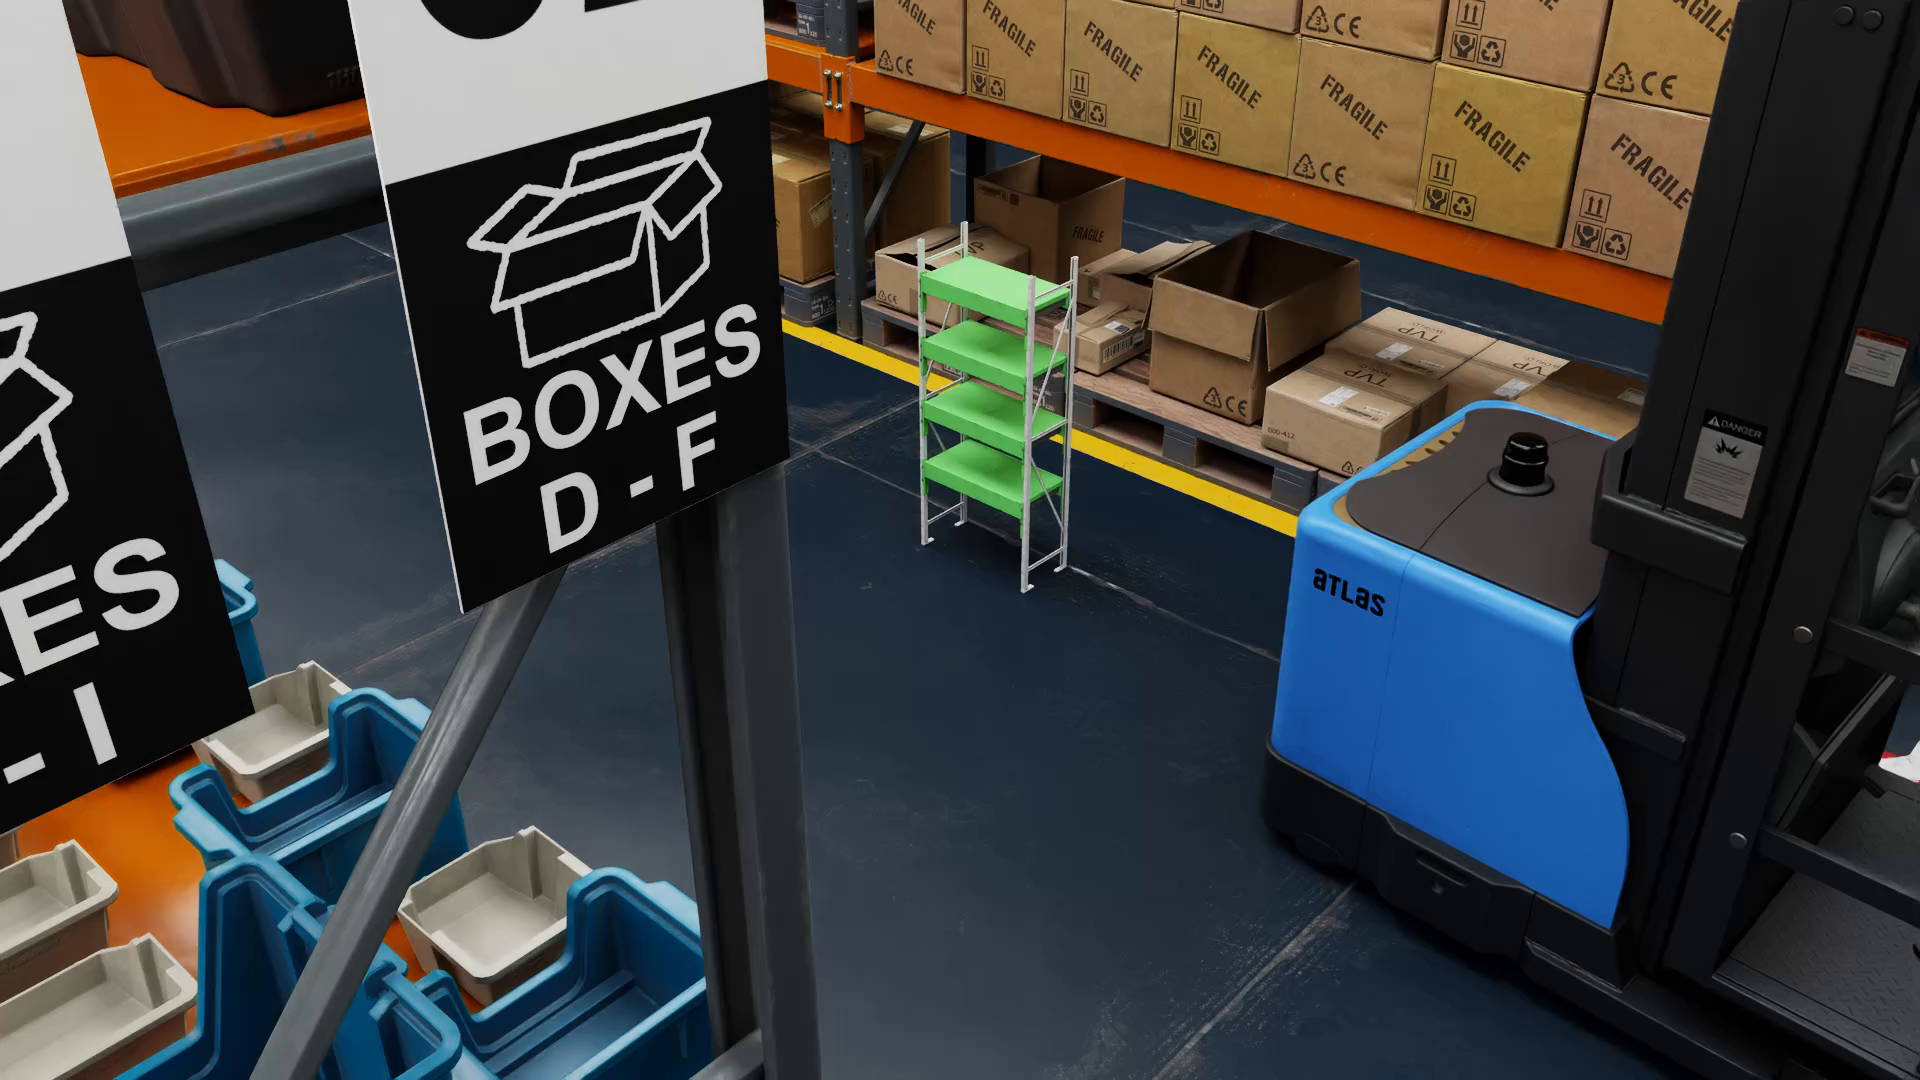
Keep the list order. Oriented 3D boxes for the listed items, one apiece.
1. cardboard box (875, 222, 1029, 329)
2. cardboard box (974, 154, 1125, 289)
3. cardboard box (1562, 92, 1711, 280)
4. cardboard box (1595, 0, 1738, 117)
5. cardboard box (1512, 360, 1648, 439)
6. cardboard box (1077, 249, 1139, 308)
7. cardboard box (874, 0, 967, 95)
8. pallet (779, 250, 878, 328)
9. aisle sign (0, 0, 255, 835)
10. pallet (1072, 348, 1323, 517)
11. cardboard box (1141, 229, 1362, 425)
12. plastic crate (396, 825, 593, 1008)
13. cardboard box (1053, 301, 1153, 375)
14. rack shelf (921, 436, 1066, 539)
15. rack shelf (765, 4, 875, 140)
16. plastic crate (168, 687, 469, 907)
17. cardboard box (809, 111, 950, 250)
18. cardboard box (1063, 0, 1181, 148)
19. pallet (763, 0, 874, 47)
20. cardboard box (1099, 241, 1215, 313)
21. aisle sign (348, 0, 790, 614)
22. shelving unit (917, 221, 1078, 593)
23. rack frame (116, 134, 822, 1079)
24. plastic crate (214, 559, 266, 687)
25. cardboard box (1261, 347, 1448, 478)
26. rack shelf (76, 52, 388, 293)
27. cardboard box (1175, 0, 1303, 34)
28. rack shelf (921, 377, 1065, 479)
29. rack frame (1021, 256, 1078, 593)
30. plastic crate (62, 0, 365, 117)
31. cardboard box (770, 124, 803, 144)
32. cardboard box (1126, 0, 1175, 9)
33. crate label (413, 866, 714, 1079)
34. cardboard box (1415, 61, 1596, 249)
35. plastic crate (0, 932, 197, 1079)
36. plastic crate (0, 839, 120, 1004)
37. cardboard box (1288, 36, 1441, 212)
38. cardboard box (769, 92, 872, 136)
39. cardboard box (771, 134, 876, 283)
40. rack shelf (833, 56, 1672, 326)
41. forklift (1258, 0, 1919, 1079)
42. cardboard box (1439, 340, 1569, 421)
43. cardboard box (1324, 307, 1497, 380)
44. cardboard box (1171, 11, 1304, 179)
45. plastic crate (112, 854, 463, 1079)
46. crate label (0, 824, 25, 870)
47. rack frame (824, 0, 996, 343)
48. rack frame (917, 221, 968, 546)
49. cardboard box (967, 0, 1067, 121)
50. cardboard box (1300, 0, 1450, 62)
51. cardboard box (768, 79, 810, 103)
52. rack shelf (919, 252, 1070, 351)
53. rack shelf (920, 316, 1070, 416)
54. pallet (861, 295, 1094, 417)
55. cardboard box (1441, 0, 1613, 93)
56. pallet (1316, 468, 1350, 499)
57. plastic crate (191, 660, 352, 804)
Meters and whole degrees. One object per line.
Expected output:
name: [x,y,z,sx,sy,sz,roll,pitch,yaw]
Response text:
cardboard box: [-0.035,-1.231,7.567,0.500,0.311,0.500,25,39,35]
cardboard box: [0.411,-1.451,7.749,0.500,0.500,0.500,25,39,35]
cardboard box: [2.249,-1.132,5.125,0.500,0.500,0.500,26,40,36]
cardboard box: [2.250,-1.558,4.863,0.500,0.500,0.500,25,39,35]
cardboard box: [2.196,-0.249,5.753,0.500,0.500,0.500,25,39,35]
cardboard box: [0.730,-1.194,7.662,0.250,0.149,0.380,25,39,35]
cardboard box: [-0.006,-2.185,6.873,0.500,0.500,0.500,26,40,36]
pallet: [-0.830,-1.495,8.528,1.213,0.211,1.003,25,39,35]
aisle sign: [-0.706,-0.122,1.024,0.004,0.787,0.394,25,39,35]
pallet: [1.216,-0.567,6.988,1.213,0.211,1.003,25,39,35]
cardboard box: [1.195,-0.893,6.819,0.637,0.503,0.797,25,39,35]
plastic crate: [-0.707,0.588,2.562,0.298,0.136,0.250,25,39,35]
cardboard box: [0.613,-0.873,7.113,0.250,0.166,0.380,25,39,35]
rack shelf: [0.123,-0.196,6.002,0.480,0.148,0.258,25,39,35]
rack shelf: [-1.684,-2.806,8.701,4.000,0.370,1.077,25,39,35]
plastic crate: [-1.013,0.462,2.679,0.300,0.233,0.416,25,39,35]
cardboard box: [-0.397,-1.800,8.329,0.500,0.500,0.500,23,38,33]
cardboard box: [0.745,-1.835,6.292,0.500,0.500,0.500,25,39,35]
pallet: [-0.721,-2.658,7.944,1.213,0.211,1.003,25,39,35]
cardboard box: [0.967,-1.111,7.367,0.500,0.311,0.500,25,39,35]
aisle sign: [-0.310,-0.347,1.398,0.004,0.787,0.394,25,39,35]
shelving unit: [0.123,-0.457,5.845,0.503,1.200,0.258,25,39,35]
rack frame: [-0.565,0.856,1.919,0.053,2.616,0.949,25,39,35]
plastic crate: [-1.501,0.234,3.057,0.300,0.233,0.416,25,39,35]
cardboard box: [1.512,-0.483,6.383,0.500,0.250,0.500,25,39,35]
rack shelf: [-2.045,-0.814,2.483,4.000,0.370,1.077,25,39,35]
cardboard box: [1.106,-2.088,5.744,0.500,0.500,0.500,26,40,36]
rack shelf: [0.123,-0.402,5.878,0.480,0.148,0.258,25,39,35]
rack frame: [0.304,-0.372,5.705,0.015,1.200,0.240,25,39,35]
plastic crate: [-0.661,-0.614,1.580,0.590,0.269,0.497,25,39,35]
cardboard box: [-1.121,-1.775,8.288,0.500,0.500,0.500,25,39,35]
cardboard box: [0.723,-2.266,6.040,0.500,0.500,0.500,24,38,34]
crate label: [-0.525,0.690,2.300,0.303,0.233,0.416,25,39,35]
cardboard box: [1.863,-1.310,5.421,0.500,0.500,0.500,25,39,35]
plastic crate: [-1.289,0.729,2.328,0.243,0.136,0.396,25,39,35]
plastic crate: [-1.494,0.623,2.504,0.243,0.136,0.396,25,39,35]
cardboard box: [1.496,-1.485,5.711,0.500,0.500,0.500,25,39,35]
cardboard box: [-0.800,-1.981,8.629,0.500,0.500,0.500,26,39,36]
cardboard box: [-0.760,-1.601,7.998,0.500,0.500,0.500,25,39,35]
rack shelf: [1.281,-1.422,6.401,4.000,0.370,1.077,25,39,35]
forklift: [2.269,-0.061,3.509,3.031,2.935,1.130,27,40,37]
cardboard box: [2.181,-0.518,6.442,0.500,0.250,0.500,25,39,35]
cardboard box: [1.810,-0.691,6.729,0.500,0.250,0.500,25,39,35]
cardboard box: [1.123,-1.659,6.001,0.500,0.500,0.500,24,39,34]
plastic crate: [-0.936,0.770,1.971,0.499,0.435,0.616,25,39,35]
crate label: [-1.717,0.536,2.648,0.243,0.136,0.396,25,39,35]
rack frame: [-0.202,-2.422,7.365,0.127,3.000,1.000,25,39,35]
rack frame: [-0.058,-0.541,5.986,0.015,1.200,0.240,25,39,35]
cardboard box: [0.375,-2.009,6.581,0.500,0.500,0.500,26,40,36]
cardboard box: [1.487,-1.910,5.448,0.500,0.500,0.500,26,40,36]
cardboard box: [-1.138,-2.468,8.711,0.500,0.250,0.500,25,39,35]
rack shelf: [0.123,-0.813,5.631,0.480,0.148,0.258,25,39,35]
rack shelf: [0.123,-0.608,5.755,0.480,0.148,0.258,25,39,35]
pallet: [0.307,-0.989,7.689,1.213,0.211,1.003,25,39,35]
cardboard box: [1.875,-1.733,5.153,0.500,0.500,0.500,26,40,36]
pallet: [2.116,-0.145,6.286,1.213,0.211,1.003,25,39,35]
plastic crate: [-1.210,0.353,2.952,0.298,0.136,0.250,25,39,35]
